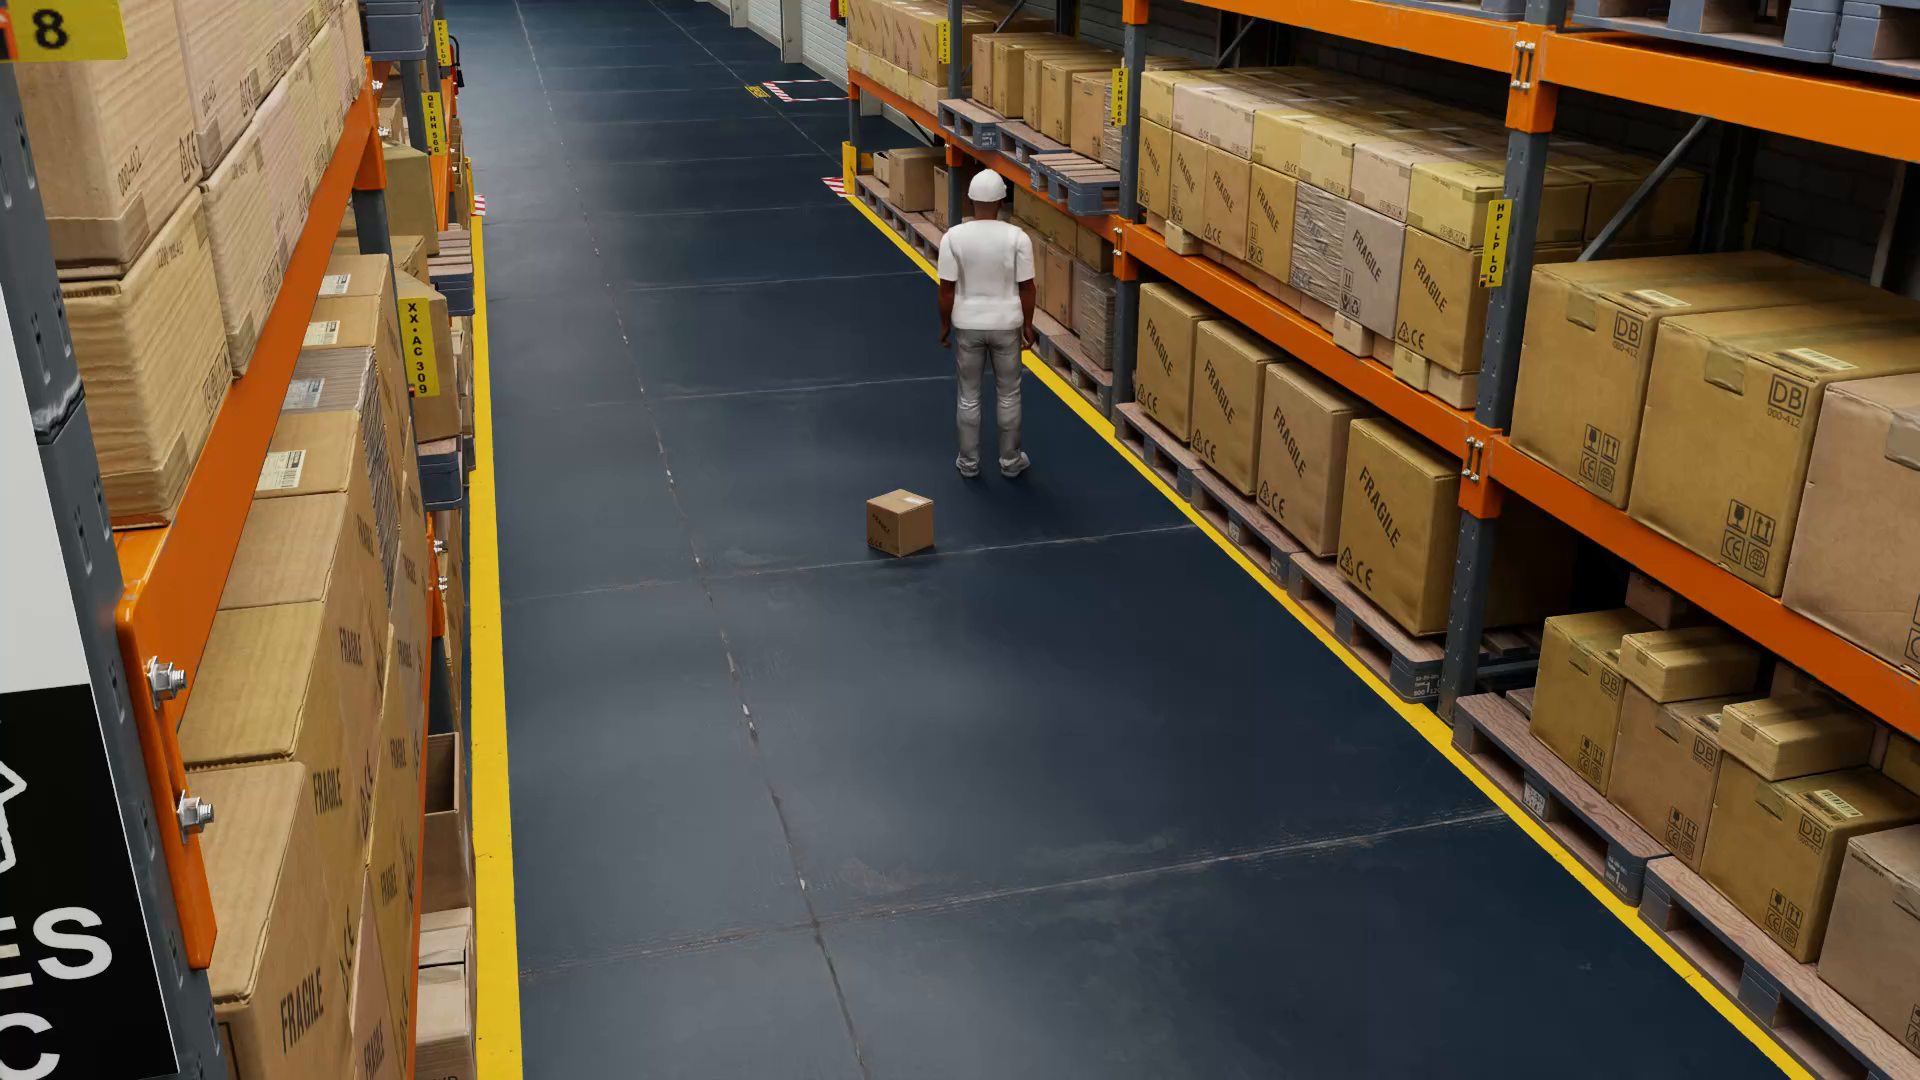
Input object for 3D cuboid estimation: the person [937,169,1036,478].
[{"bbox_3d":[0.153,-1.219,9.461,0.554,1.771,0.386,1,23,3],"label":"person"}]
